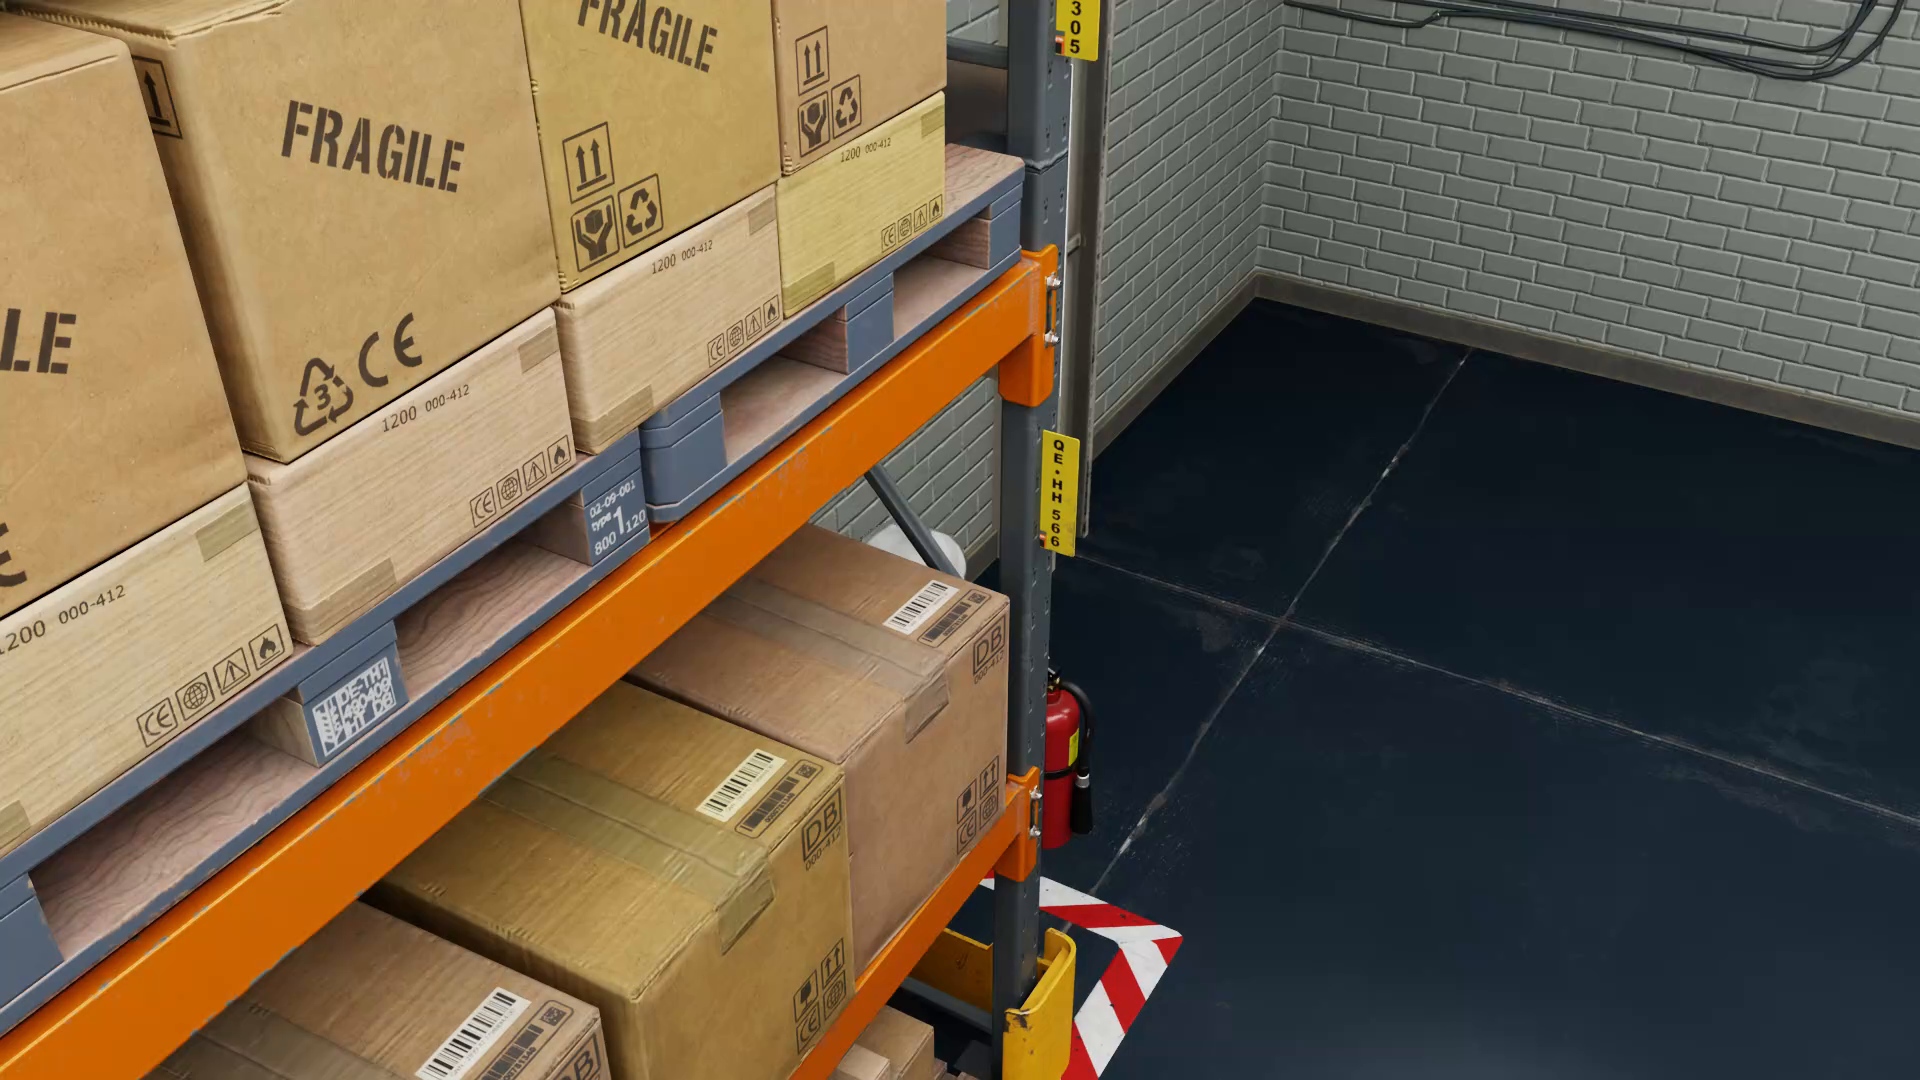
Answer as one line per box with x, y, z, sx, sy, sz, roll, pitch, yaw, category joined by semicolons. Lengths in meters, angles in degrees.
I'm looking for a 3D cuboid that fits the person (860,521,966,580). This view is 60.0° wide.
-0.318;0.397;6.458;0.529;0.805;0.956;17;38;24;person
